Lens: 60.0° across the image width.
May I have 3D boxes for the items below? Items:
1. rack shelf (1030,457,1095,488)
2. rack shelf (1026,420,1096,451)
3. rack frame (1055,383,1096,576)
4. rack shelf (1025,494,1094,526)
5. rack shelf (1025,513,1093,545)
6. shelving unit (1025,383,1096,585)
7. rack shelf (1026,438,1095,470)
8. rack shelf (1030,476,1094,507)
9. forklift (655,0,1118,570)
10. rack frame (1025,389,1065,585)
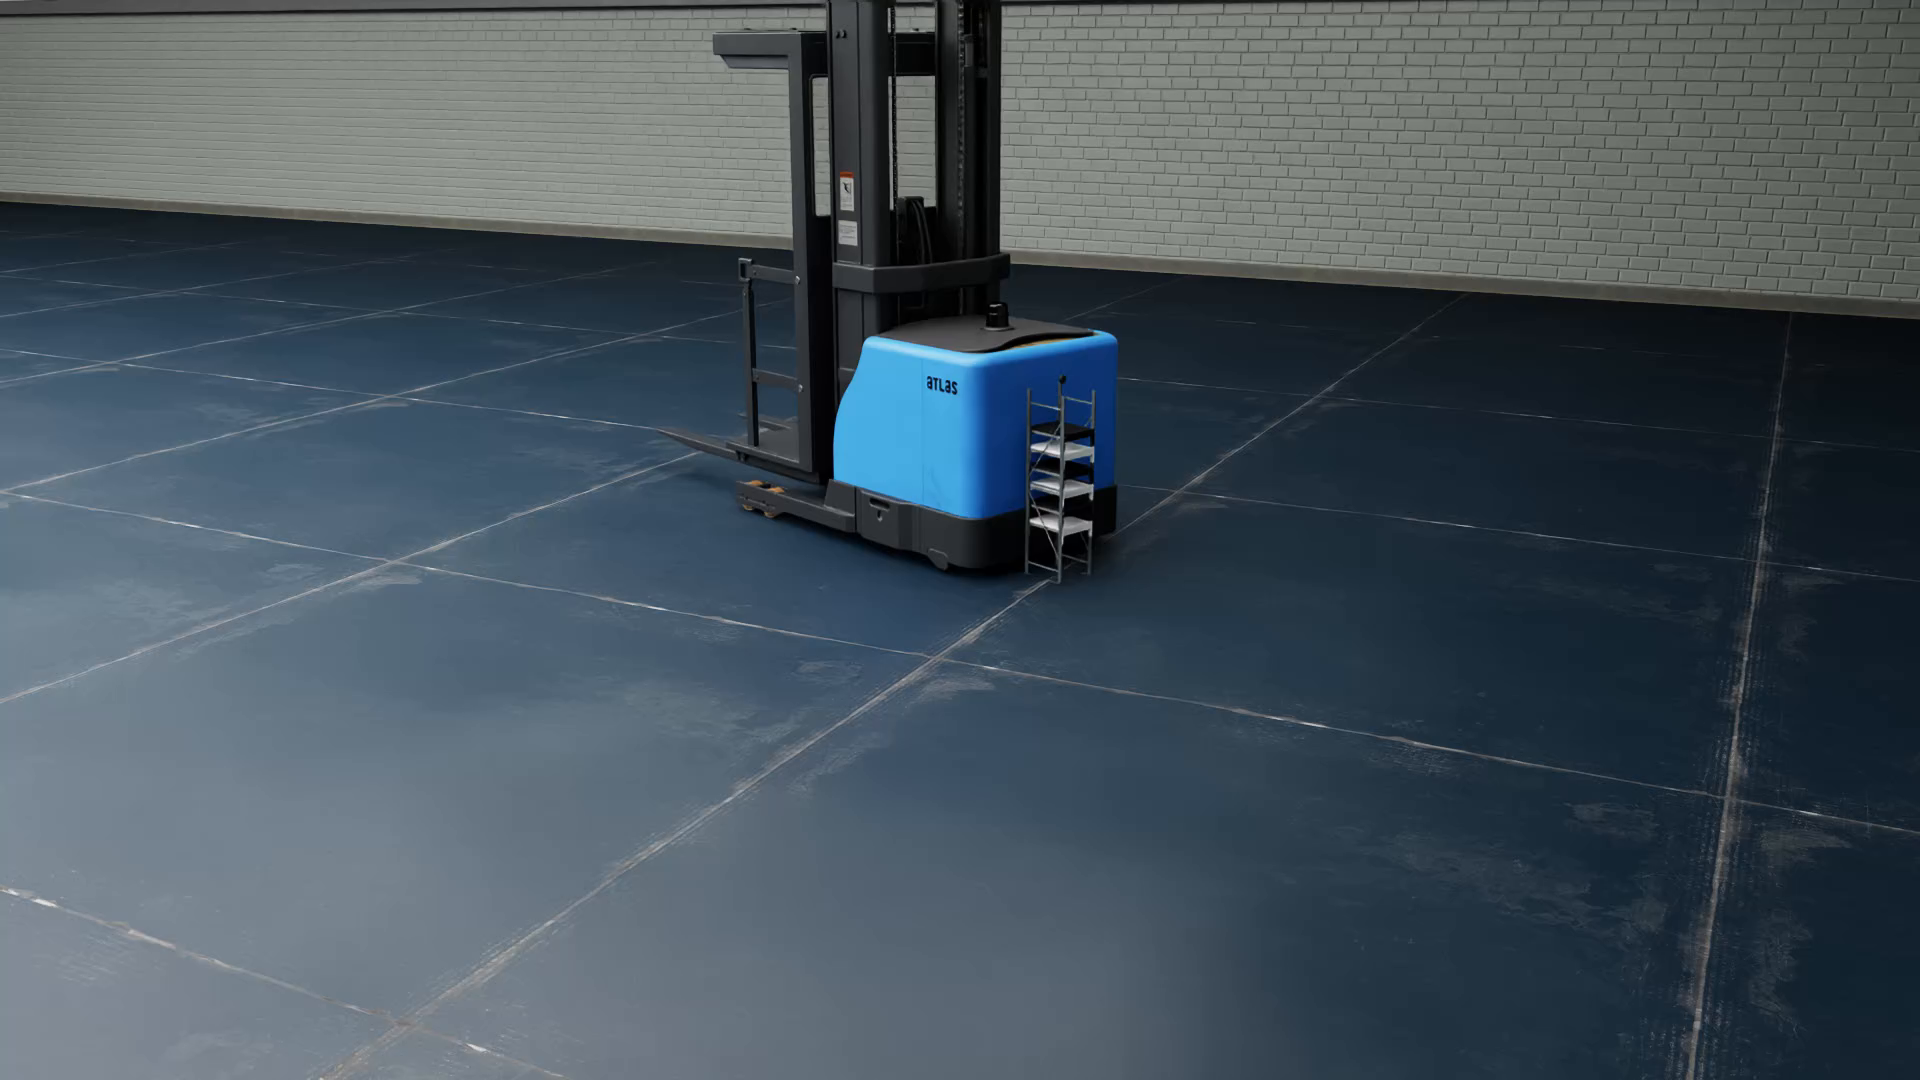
[{"bbox_3d":[0.471,-0.319,7.818,0.200,0.077,0.258,-15,22,-40],"label":"rack shelf"},{"bbox_3d":[0.471,-0.491,7.766,0.200,0.077,0.258,-15,22,-40],"label":"rack shelf"},{"bbox_3d":[0.545,-0.284,7.900,0.006,0.900,0.240,-15,22,-40],"label":"rack frame"},{"bbox_3d":[0.470,-0.147,7.869,0.200,0.077,0.258,-15,22,-40],"label":"rack shelf"},{"bbox_3d":[0.470,-0.060,7.895,0.200,0.077,0.258,-15,22,-40],"label":"rack shelf"},{"bbox_3d":[0.470,-0.265,7.834,0.210,0.900,0.258,-15,22,-40],"label":"shelving unit"},{"bbox_3d":[0.471,-0.405,7.792,0.200,0.077,0.258,-15,22,-40],"label":"rack shelf"},{"bbox_3d":[0.470,-0.233,7.844,0.200,0.077,0.258,-15,22,-40],"label":"rack shelf"},{"bbox_3d":[-0.571,-1.609,8.793,1.130,2.935,3.031,-15,22,-40],"label":"forklift"},{"bbox_3d":[0.395,-0.245,7.768,0.006,0.900,0.240,-15,22,-40],"label":"rack frame"}]
